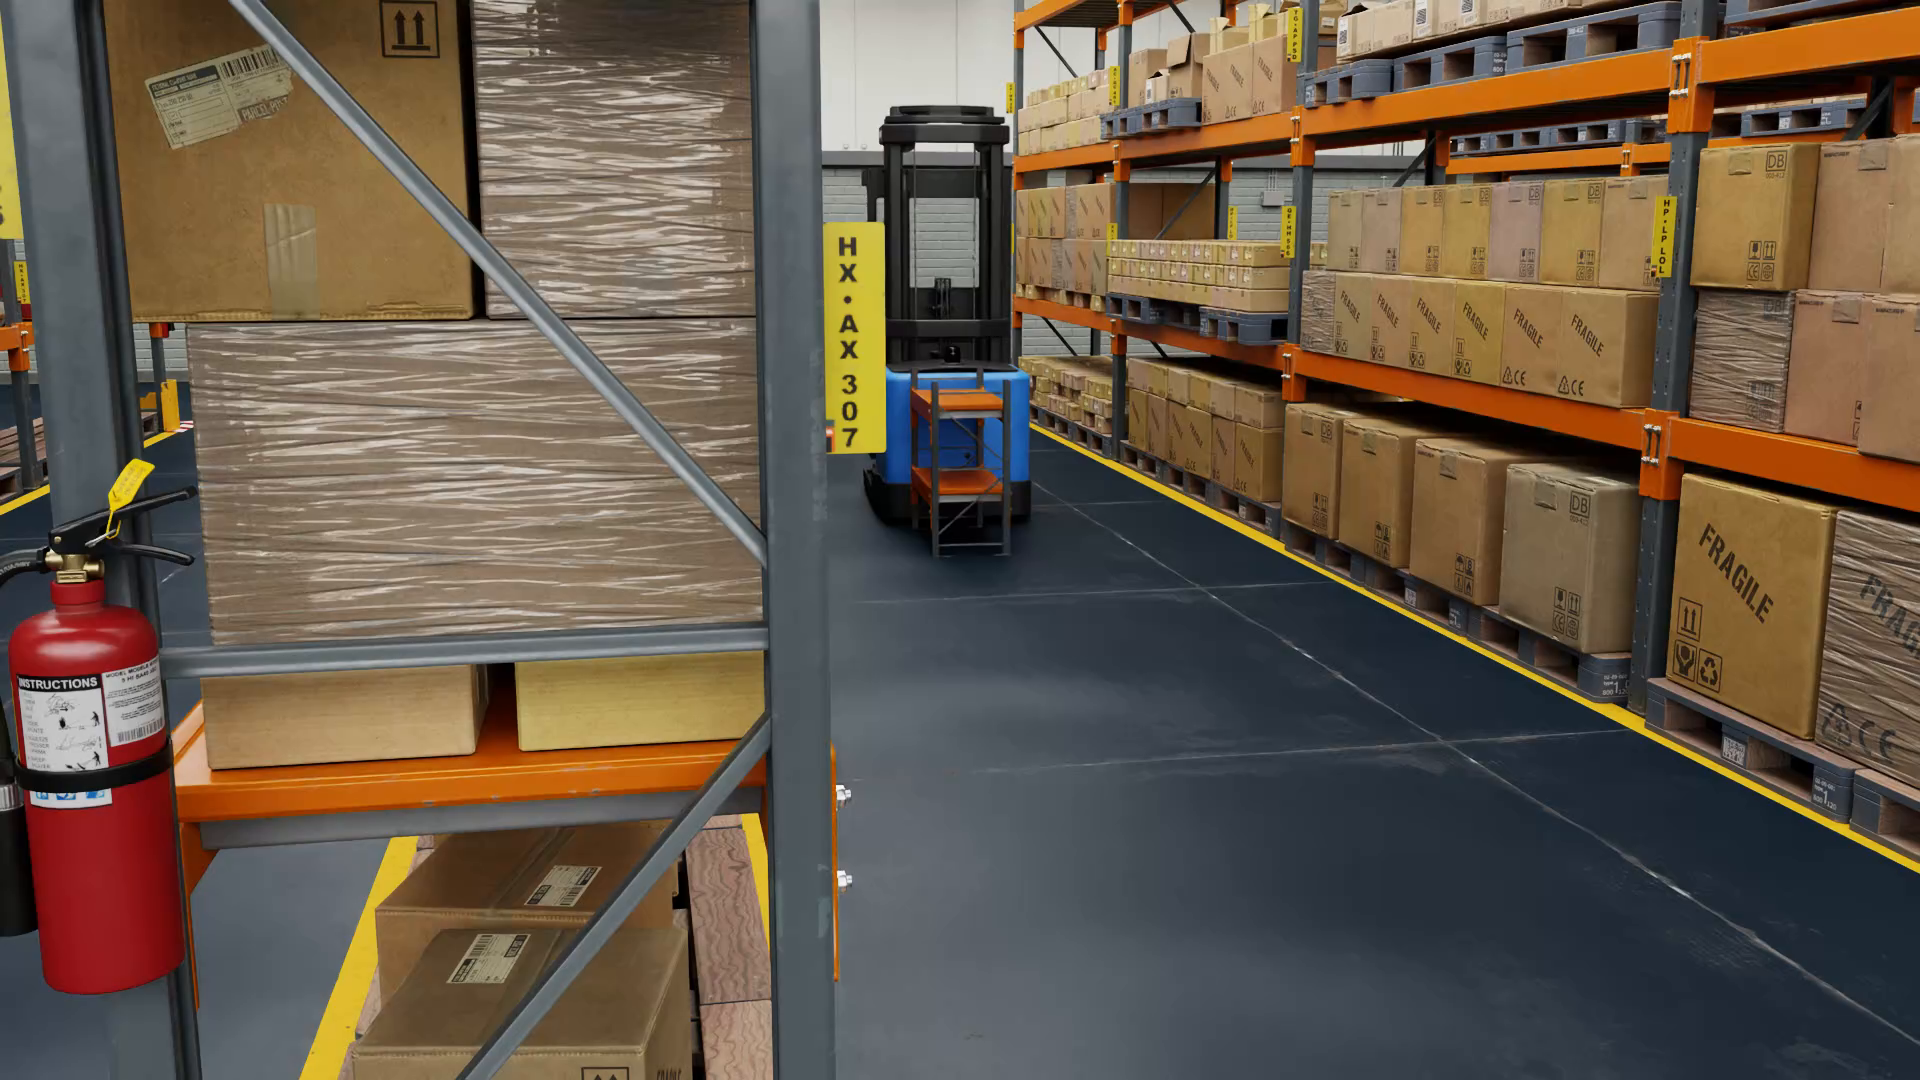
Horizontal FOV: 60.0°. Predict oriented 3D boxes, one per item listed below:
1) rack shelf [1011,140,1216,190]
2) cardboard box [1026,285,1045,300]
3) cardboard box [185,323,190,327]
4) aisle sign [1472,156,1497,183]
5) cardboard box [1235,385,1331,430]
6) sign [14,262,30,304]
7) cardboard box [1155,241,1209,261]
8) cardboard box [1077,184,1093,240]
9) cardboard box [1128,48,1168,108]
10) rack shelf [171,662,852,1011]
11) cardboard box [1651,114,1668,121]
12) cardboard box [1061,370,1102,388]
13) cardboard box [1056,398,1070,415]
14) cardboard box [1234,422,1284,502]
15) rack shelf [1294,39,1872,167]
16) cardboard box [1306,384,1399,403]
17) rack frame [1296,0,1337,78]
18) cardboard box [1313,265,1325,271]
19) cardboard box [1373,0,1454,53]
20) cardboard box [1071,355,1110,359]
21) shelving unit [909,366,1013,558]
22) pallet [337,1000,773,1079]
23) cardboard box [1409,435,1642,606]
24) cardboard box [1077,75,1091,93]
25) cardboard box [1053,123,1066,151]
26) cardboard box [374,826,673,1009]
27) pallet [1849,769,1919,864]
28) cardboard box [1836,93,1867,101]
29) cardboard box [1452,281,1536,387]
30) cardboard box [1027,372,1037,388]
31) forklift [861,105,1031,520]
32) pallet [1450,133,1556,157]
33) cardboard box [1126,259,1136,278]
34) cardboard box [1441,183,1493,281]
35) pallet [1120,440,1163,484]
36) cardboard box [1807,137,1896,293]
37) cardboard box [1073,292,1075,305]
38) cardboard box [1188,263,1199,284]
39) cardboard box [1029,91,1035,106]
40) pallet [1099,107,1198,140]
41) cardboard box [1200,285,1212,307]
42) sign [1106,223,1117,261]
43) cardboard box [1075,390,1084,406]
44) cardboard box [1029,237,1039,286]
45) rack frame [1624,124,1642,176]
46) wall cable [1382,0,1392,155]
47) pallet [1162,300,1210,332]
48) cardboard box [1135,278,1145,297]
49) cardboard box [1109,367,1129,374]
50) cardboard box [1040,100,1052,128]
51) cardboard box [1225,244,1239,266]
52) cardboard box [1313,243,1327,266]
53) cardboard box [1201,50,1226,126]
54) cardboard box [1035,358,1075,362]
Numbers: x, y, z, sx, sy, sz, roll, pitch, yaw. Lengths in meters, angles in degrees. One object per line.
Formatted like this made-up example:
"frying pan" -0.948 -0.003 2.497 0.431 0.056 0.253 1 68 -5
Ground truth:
"rack shelf" 1.474 -3.689 16.458 1.077 0.370 4.000 -2 11 -11
"cardboard box" 0.917 -2.645 17.740 0.380 0.149 0.250 -2 11 -13
"cardboard box" -0.983 -0.224 3.287 0.875 0.500 0.500 -2 11 -11
"aisle sign" 6.211 -4.436 19.527 0.394 0.787 0.004 -2 11 -11
"cardboard box" 2.251 -0.931 11.623 0.500 0.250 0.500 -2 11 -12
"sign" -7.340 -2.016 13.025 0.100 0.325 0.005 -2 11 -11
"cardboard box" 1.741 -2.251 12.959 0.380 0.149 0.250 -2 11 -9
"cardboard box" 1.401 -3.060 15.512 0.500 0.500 0.500 -2 11 -13
"cardboard box" 1.829 -3.858 14.029 0.700 0.500 0.500 -2 11 -11
"rack shelf" -1.077 0.147 4.325 1.077 0.370 4.000 -2 11 -11
"cardboard box" 6.453 -3.910 14.931 0.396 0.266 0.258 -2 11 -12
"cardboard box" 1.213 -1.593 16.451 0.380 0.149 0.250 -3 11 -13
"cardboard box" 1.187 -1.351 16.772 0.380 0.149 0.250 -2 11 -11
"cardboard box" 2.257 -0.558 11.668 0.500 0.500 0.500 -2 11 -11
"rack shelf" 3.030 -2.222 8.749 1.077 0.370 4.000 -2 11 -11
"cardboard box" 2.745 -0.950 11.725 0.500 0.250 0.500 -3 11 -14
"rack frame" 2.641 -4.416 10.329 1.000 3.000 0.127 -2 11 -11
"cardboard box" 2.689 -1.843 11.611 0.380 0.149 0.250 -2 11 -8
"cardboard box" 2.664 -2.891 9.352 0.500 0.250 0.500 -2 11 -9
"cardboard box" 1.437 -1.946 18.308 0.380 0.149 0.250 -2 11 -10
"shelving unit" -0.009 -0.540 11.026 0.538 1.125 1.048 -2 11 -9
"pallet" -0.826 1.366 3.454 1.003 0.211 1.213 -2 11 -11
"cardboard box" 3.026 -0.124 8.717 1.050 0.750 0.750 -2 11 -11
"cardboard box" 1.324 -4.282 15.646 0.380 0.149 0.250 -3 11 -13
"cardboard box" 1.223 -3.958 16.349 0.500 0.250 0.500 -2 11 -11
"cardboard box" -0.943 0.959 3.699 0.500 0.500 0.500 1 11 4
"pallet" 3.731 1.002 5.370 1.003 0.211 1.213 -2 11 -11
"cardboard box" 7.098 -3.571 12.521 0.700 0.500 0.500 -3 11 -14
"cardboard box" 2.859 -1.055 8.451 0.500 0.500 0.500 -2 11 -10
"cardboard box" 0.933 -1.730 17.969 0.380 0.149 0.250 -2 11 -11
"forklift" -0.184 -1.814 12.890 1.130 2.935 3.031 -1 11 -7
"pallet" 6.076 -4.429 18.656 1.003 0.211 1.213 -2 11 -11
"cardboard box" 1.592 -2.247 13.735 0.380 0.149 0.250 -2 11 -10
"cardboard box" 3.020 -1.646 8.879 0.700 0.500 0.500 -2 11 -12
"pallet" 2.016 -0.690 14.255 1.003 0.211 1.213 -2 11 -11
"cardboard box" 3.678 -1.173 6.050 0.875 0.550 0.550 -2 11 -11
"cardboard box" 1.322 -2.363 16.259 0.380 0.149 0.250 -2 11 -12
"cardboard box" 1.897 -1.960 12.226 0.380 0.149 0.250 -2 11 -11
"cardboard box" 0.938 -4.610 17.368 0.380 0.149 0.250 -2 11 -11
"pallet" 1.879 -3.466 13.866 1.213 0.211 1.003 -2 11 -11
"cardboard box" 1.953 -1.764 11.989 0.380 0.149 0.250 -2 11 -12
"sign" 1.333 -2.606 14.552 0.100 0.325 0.005 -2 11 -11
"cardboard box" 1.335 -1.394 16.202 0.380 0.149 0.250 -2 11 -10
"cardboard box" 1.031 -2.941 17.565 0.500 0.500 0.500 -2 11 -11
"rack frame" 6.699 -2.401 15.787 1.000 3.000 0.127 -2 11 -11
"wall cable" 5.277 -7.141 24.649 2.355 3.000 0.029 -2 11 -11
"pallet" 2.216 -1.736 12.807 1.003 0.211 1.213 -2 11 -11
"cardboard box" 1.641 -2.053 13.511 0.380 0.149 0.250 -2 11 -10
"cardboard box" 1.721 -1.658 16.798 0.380 0.149 0.250 -2 11 -11
"cardboard box" 1.105 -4.302 16.821 0.500 0.250 0.500 -2 11 -10
"cardboard box" 2.050 -1.963 11.445 0.380 0.149 0.250 -2 11 -12
"cardboard box" 2.687 -1.985 11.559 0.380 0.149 0.250 -2 11 -13
"cardboard box" 2.078 -3.270 12.063 0.500 0.500 0.500 -2 11 -11
"cardboard box" 1.026 -1.879 17.957 0.380 0.149 0.250 -2 11 -10
